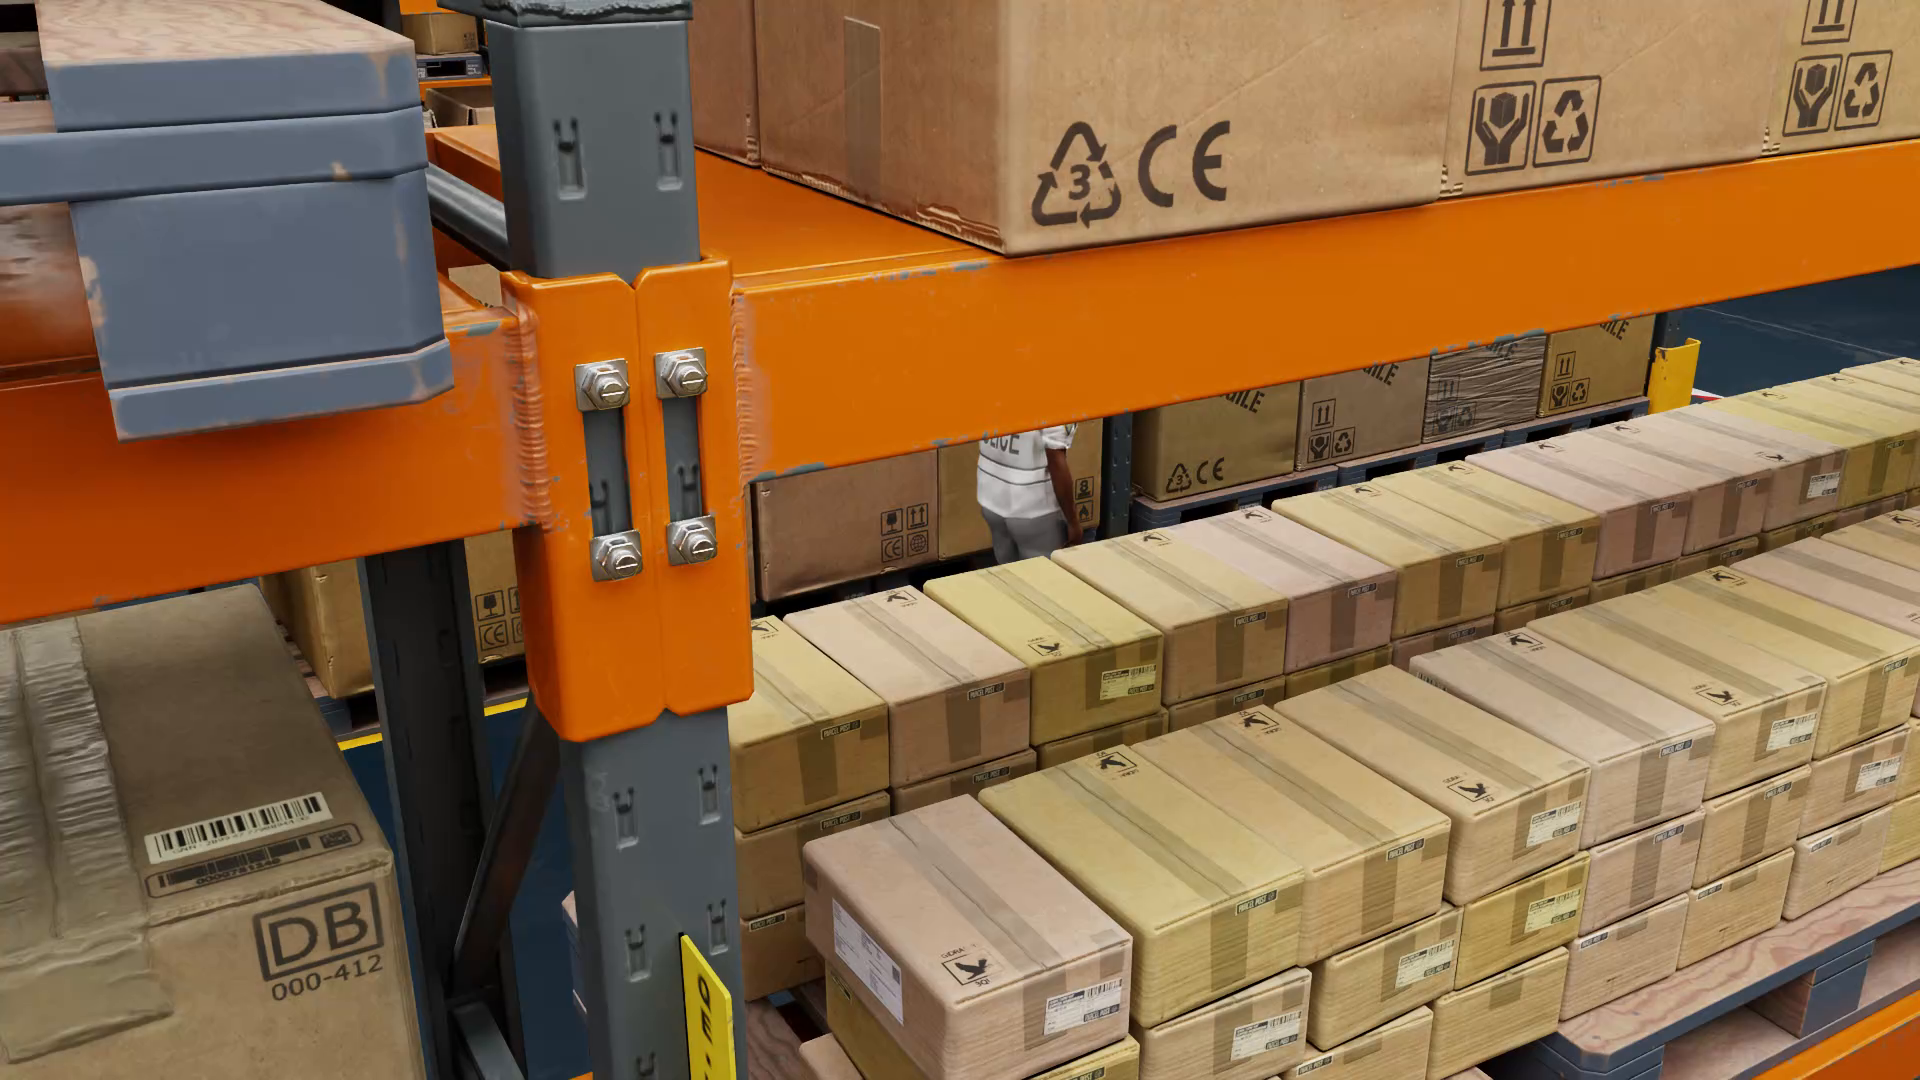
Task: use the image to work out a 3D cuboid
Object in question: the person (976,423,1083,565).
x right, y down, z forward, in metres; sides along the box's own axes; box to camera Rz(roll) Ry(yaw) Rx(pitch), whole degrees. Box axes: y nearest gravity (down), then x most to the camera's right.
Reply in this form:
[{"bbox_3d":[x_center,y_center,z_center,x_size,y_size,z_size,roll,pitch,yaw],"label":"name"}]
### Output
[{"bbox_3d":[0.290,-0.122,6.392,0.398,1.659,0.530,-14,26,-31],"label":"person"}]
